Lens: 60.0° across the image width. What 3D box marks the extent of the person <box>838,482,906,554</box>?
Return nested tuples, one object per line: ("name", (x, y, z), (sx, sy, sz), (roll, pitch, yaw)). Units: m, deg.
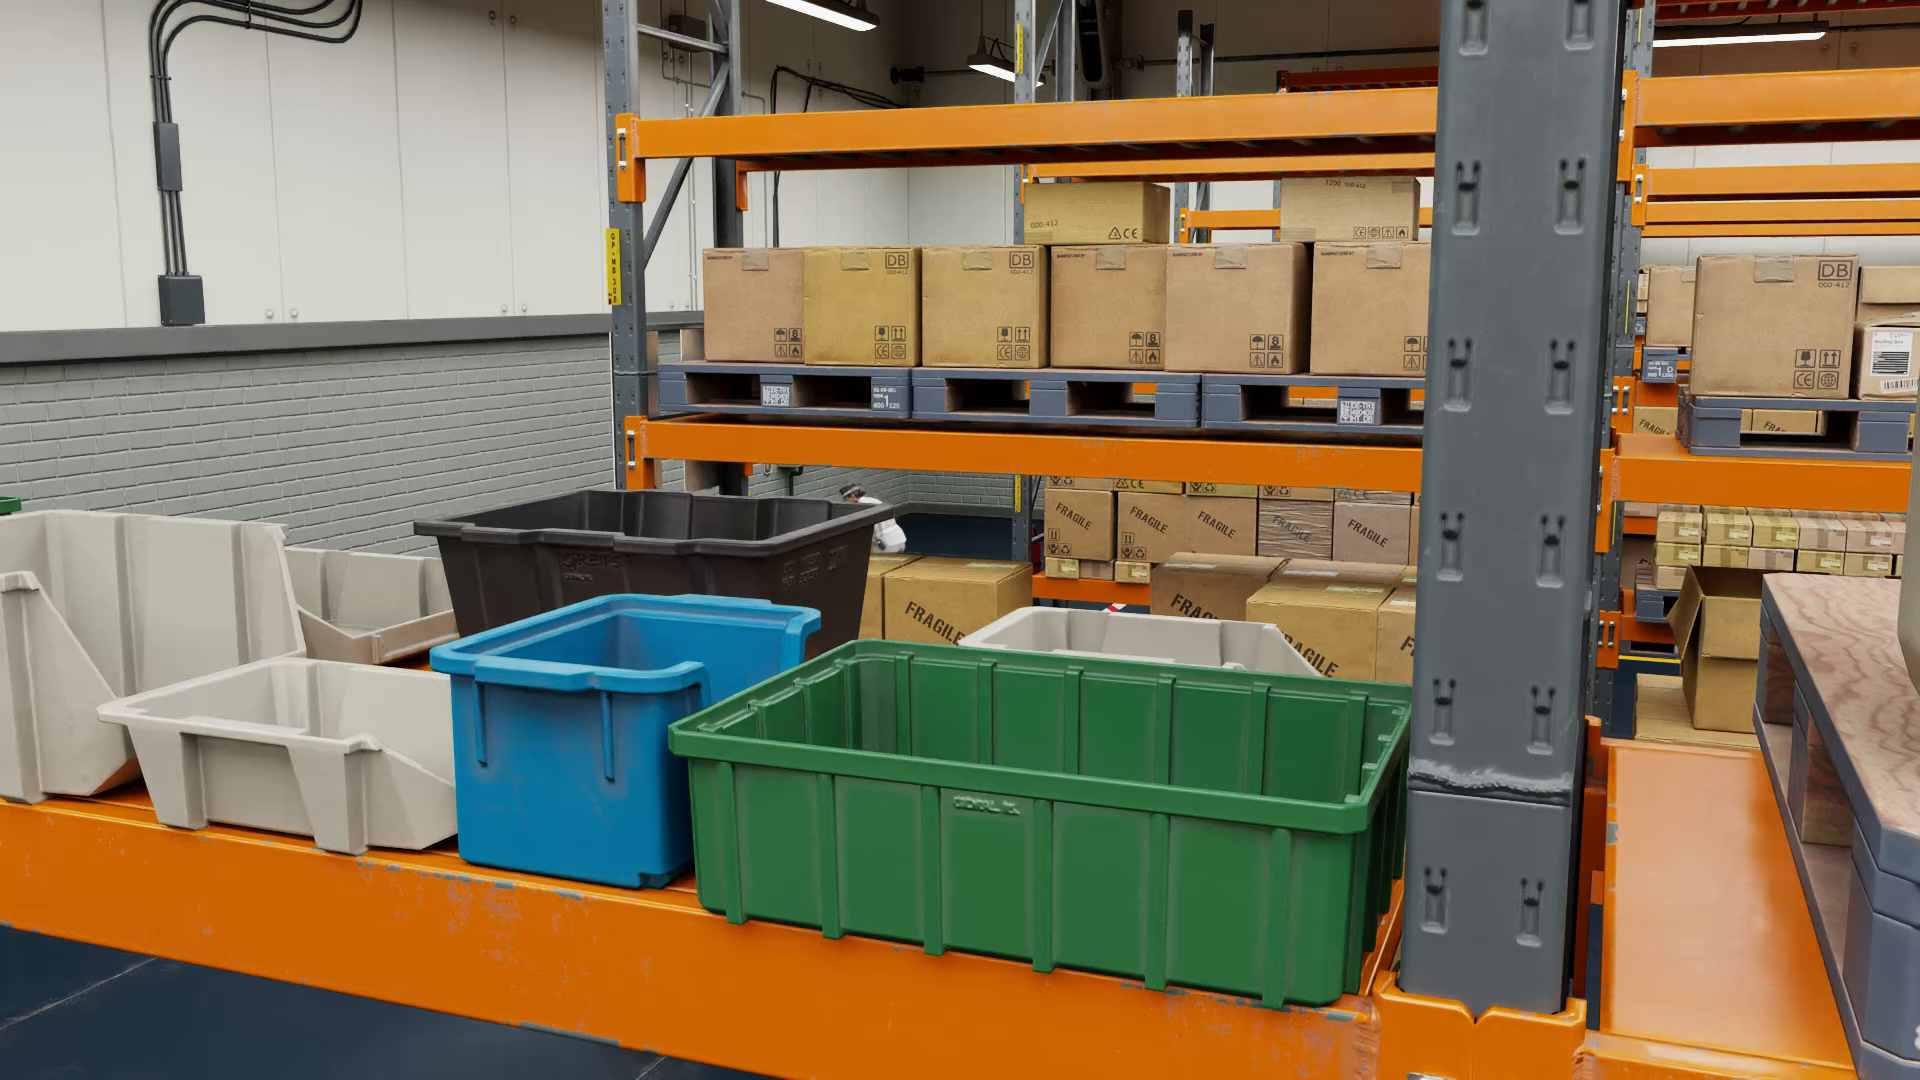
("person", (-0.927, 0.080, 17.311), (0.708, 1.376, 0.535), (3, 9, 21))
